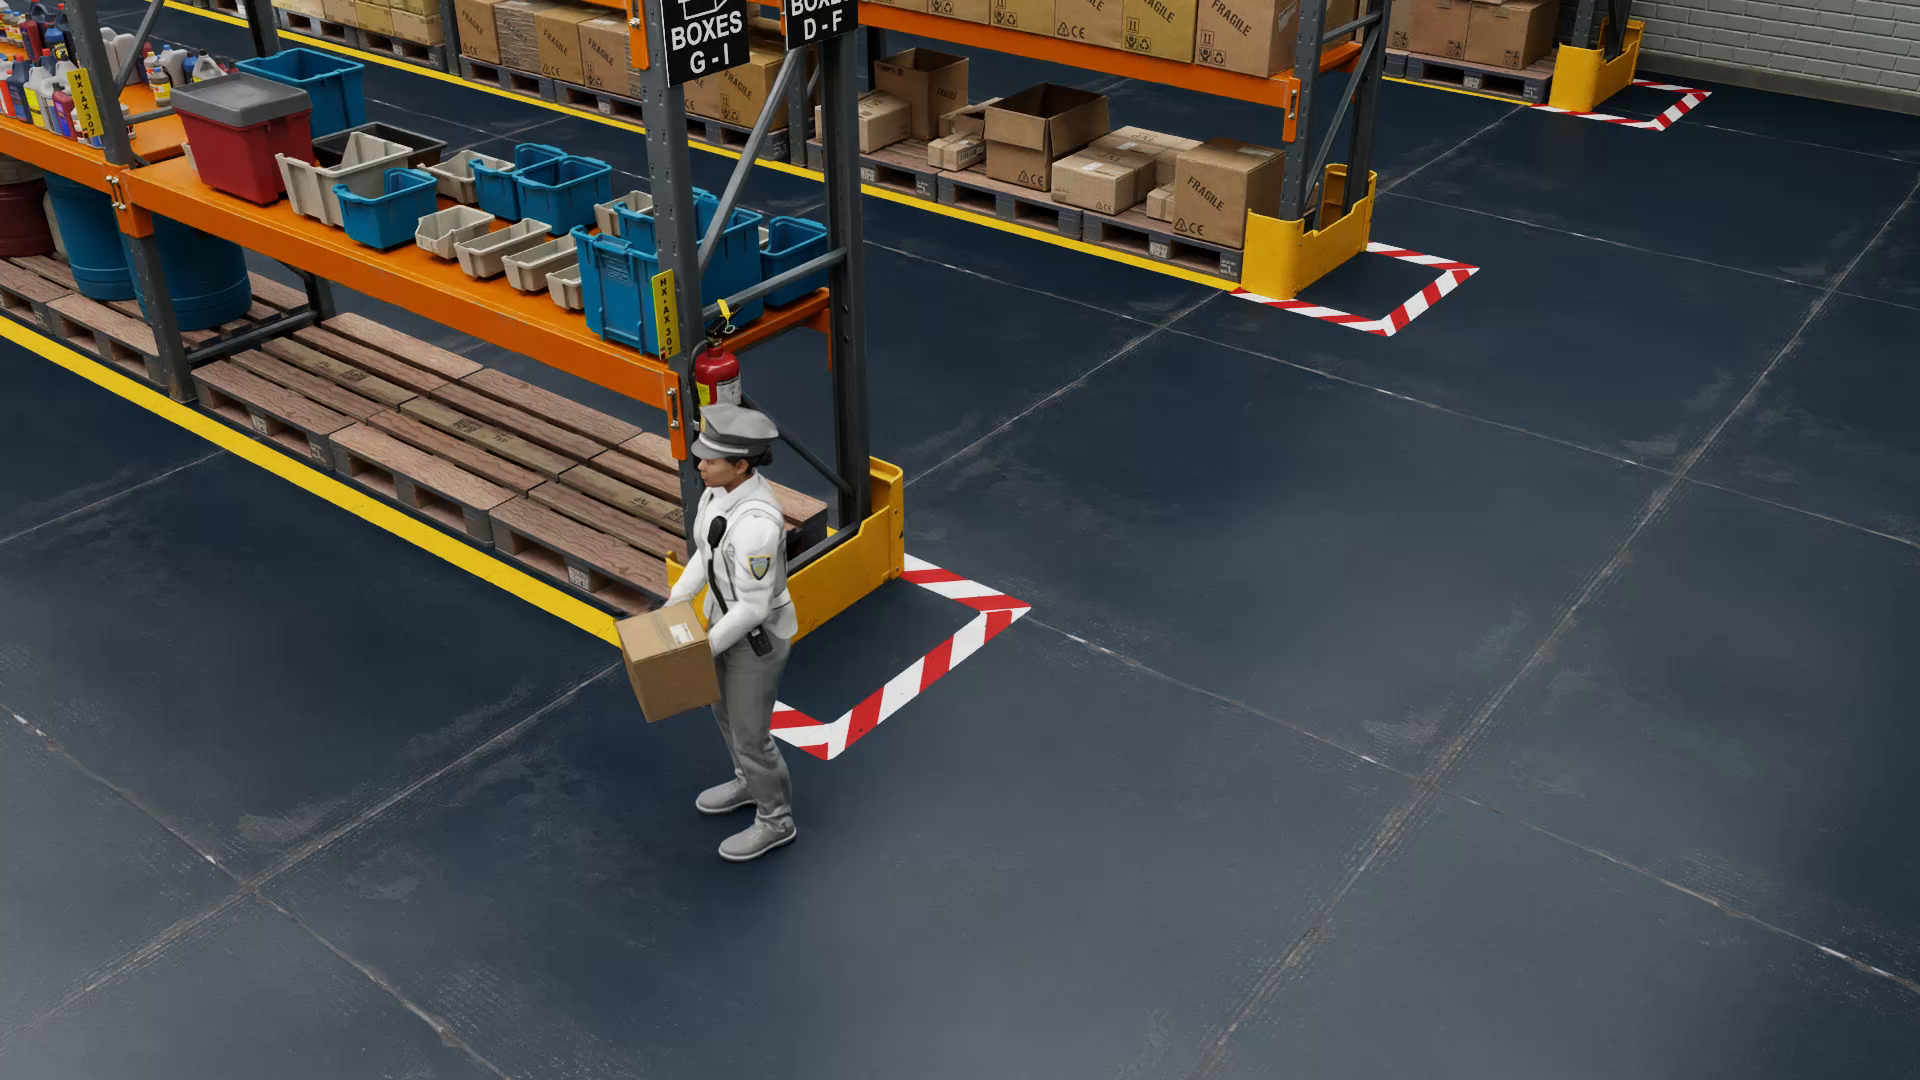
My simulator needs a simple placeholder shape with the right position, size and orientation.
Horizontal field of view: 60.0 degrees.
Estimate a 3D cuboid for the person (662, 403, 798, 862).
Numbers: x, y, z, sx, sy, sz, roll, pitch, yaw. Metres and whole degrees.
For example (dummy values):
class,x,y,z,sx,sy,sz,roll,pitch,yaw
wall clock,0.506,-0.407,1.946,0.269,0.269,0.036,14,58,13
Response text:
class,x,y,z,sx,sy,sz,roll,pitch,yaw
person,-0.778,0.322,5.571,0.452,1.689,0.495,-12,33,-19
